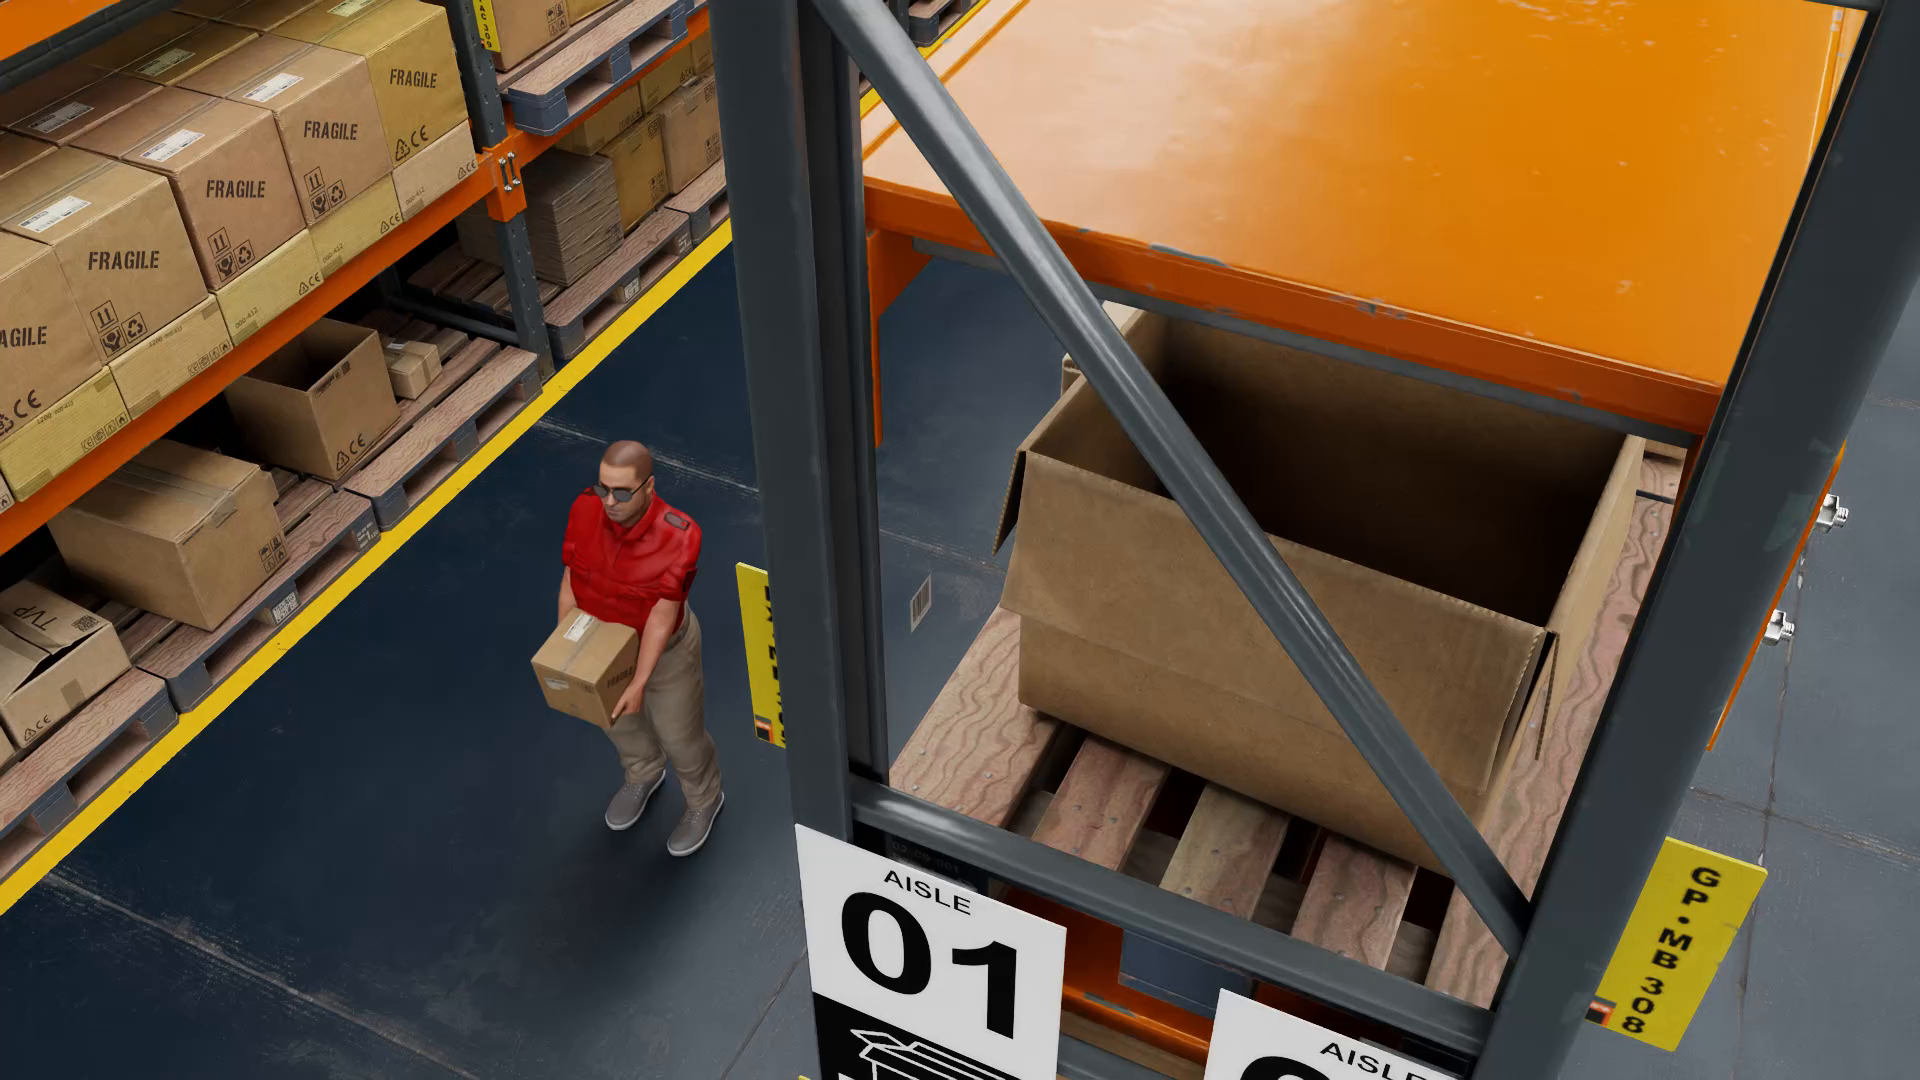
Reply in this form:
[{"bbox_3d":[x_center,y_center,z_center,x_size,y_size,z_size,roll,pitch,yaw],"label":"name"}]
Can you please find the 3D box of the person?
[{"bbox_3d":[-1.085,0.379,5.744,0.606,1.726,0.399,15,44,16],"label":"person"}]
